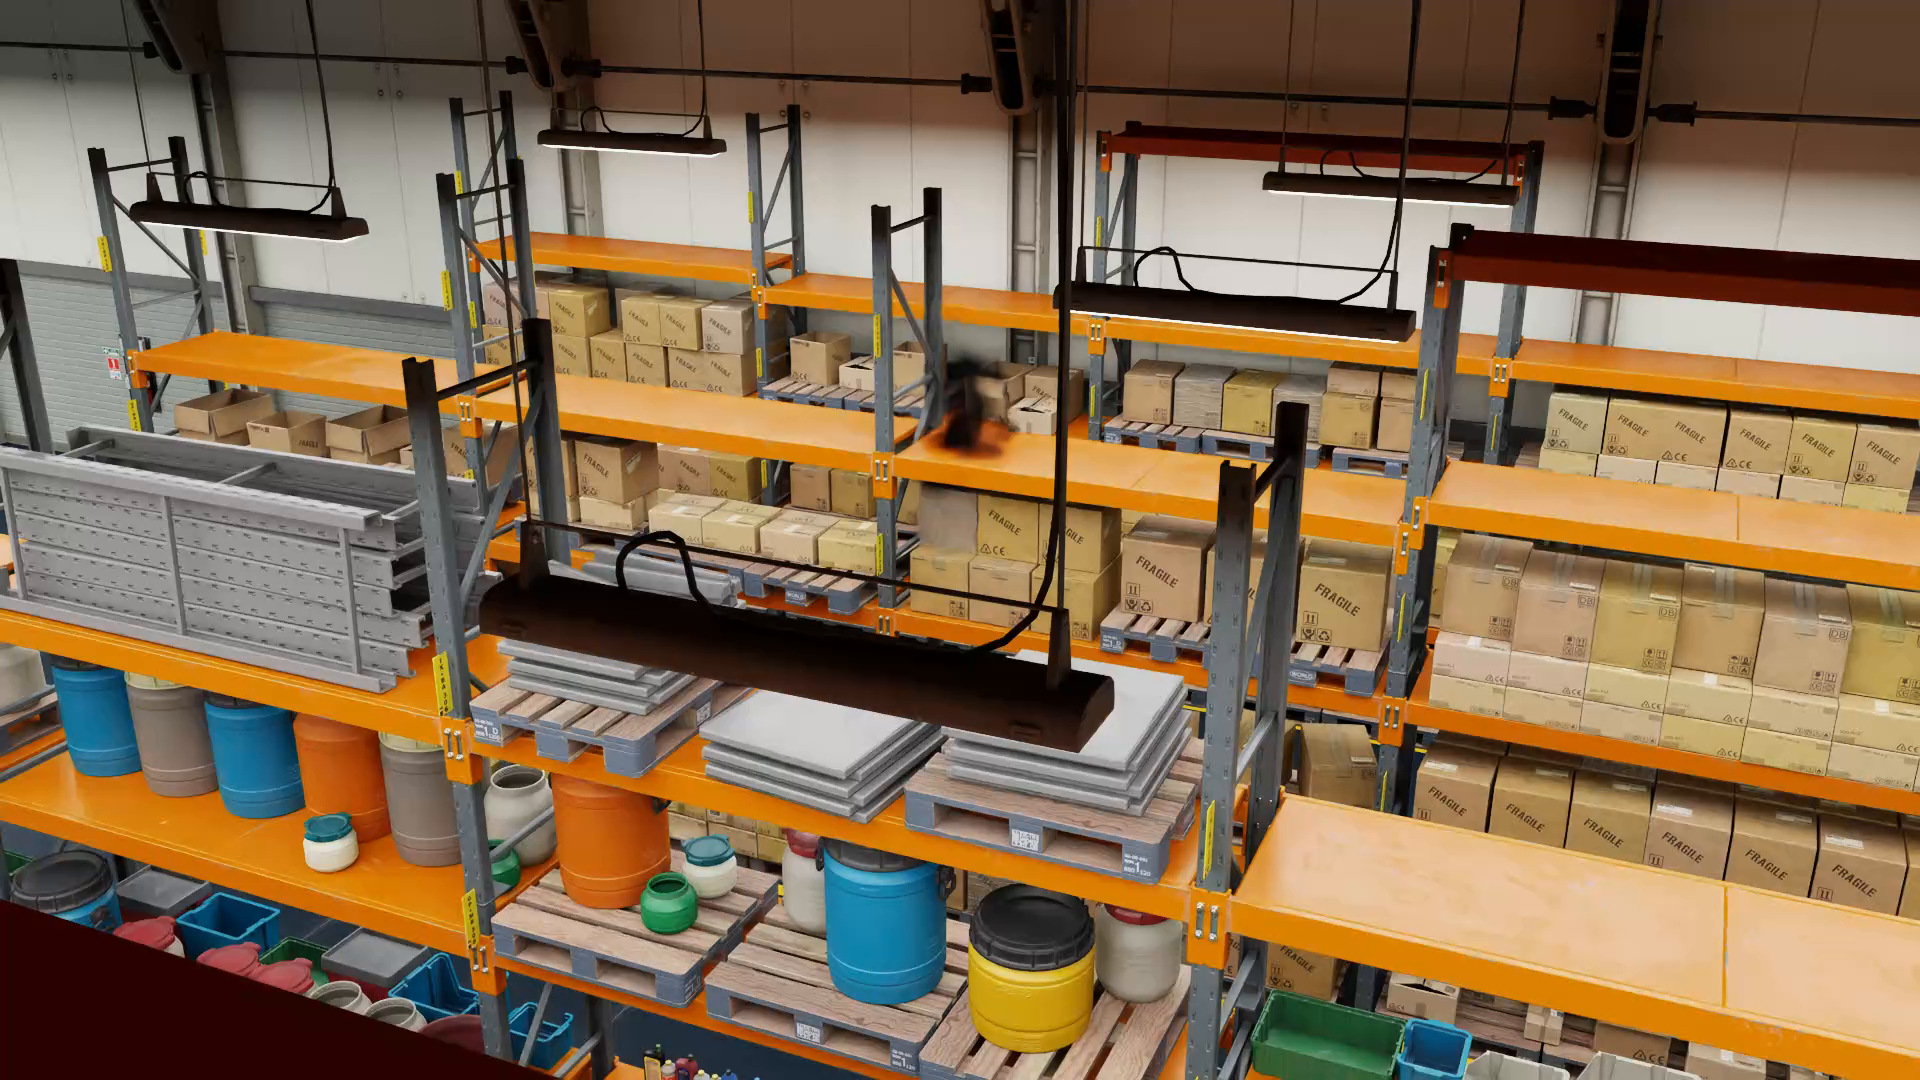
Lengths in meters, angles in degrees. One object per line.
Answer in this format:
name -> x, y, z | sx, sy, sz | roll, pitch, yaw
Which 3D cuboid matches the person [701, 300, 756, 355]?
person -> -9.011, 1.282, 13.863 | 17.539, 3.795, 6.651 | -9, 22, -23
